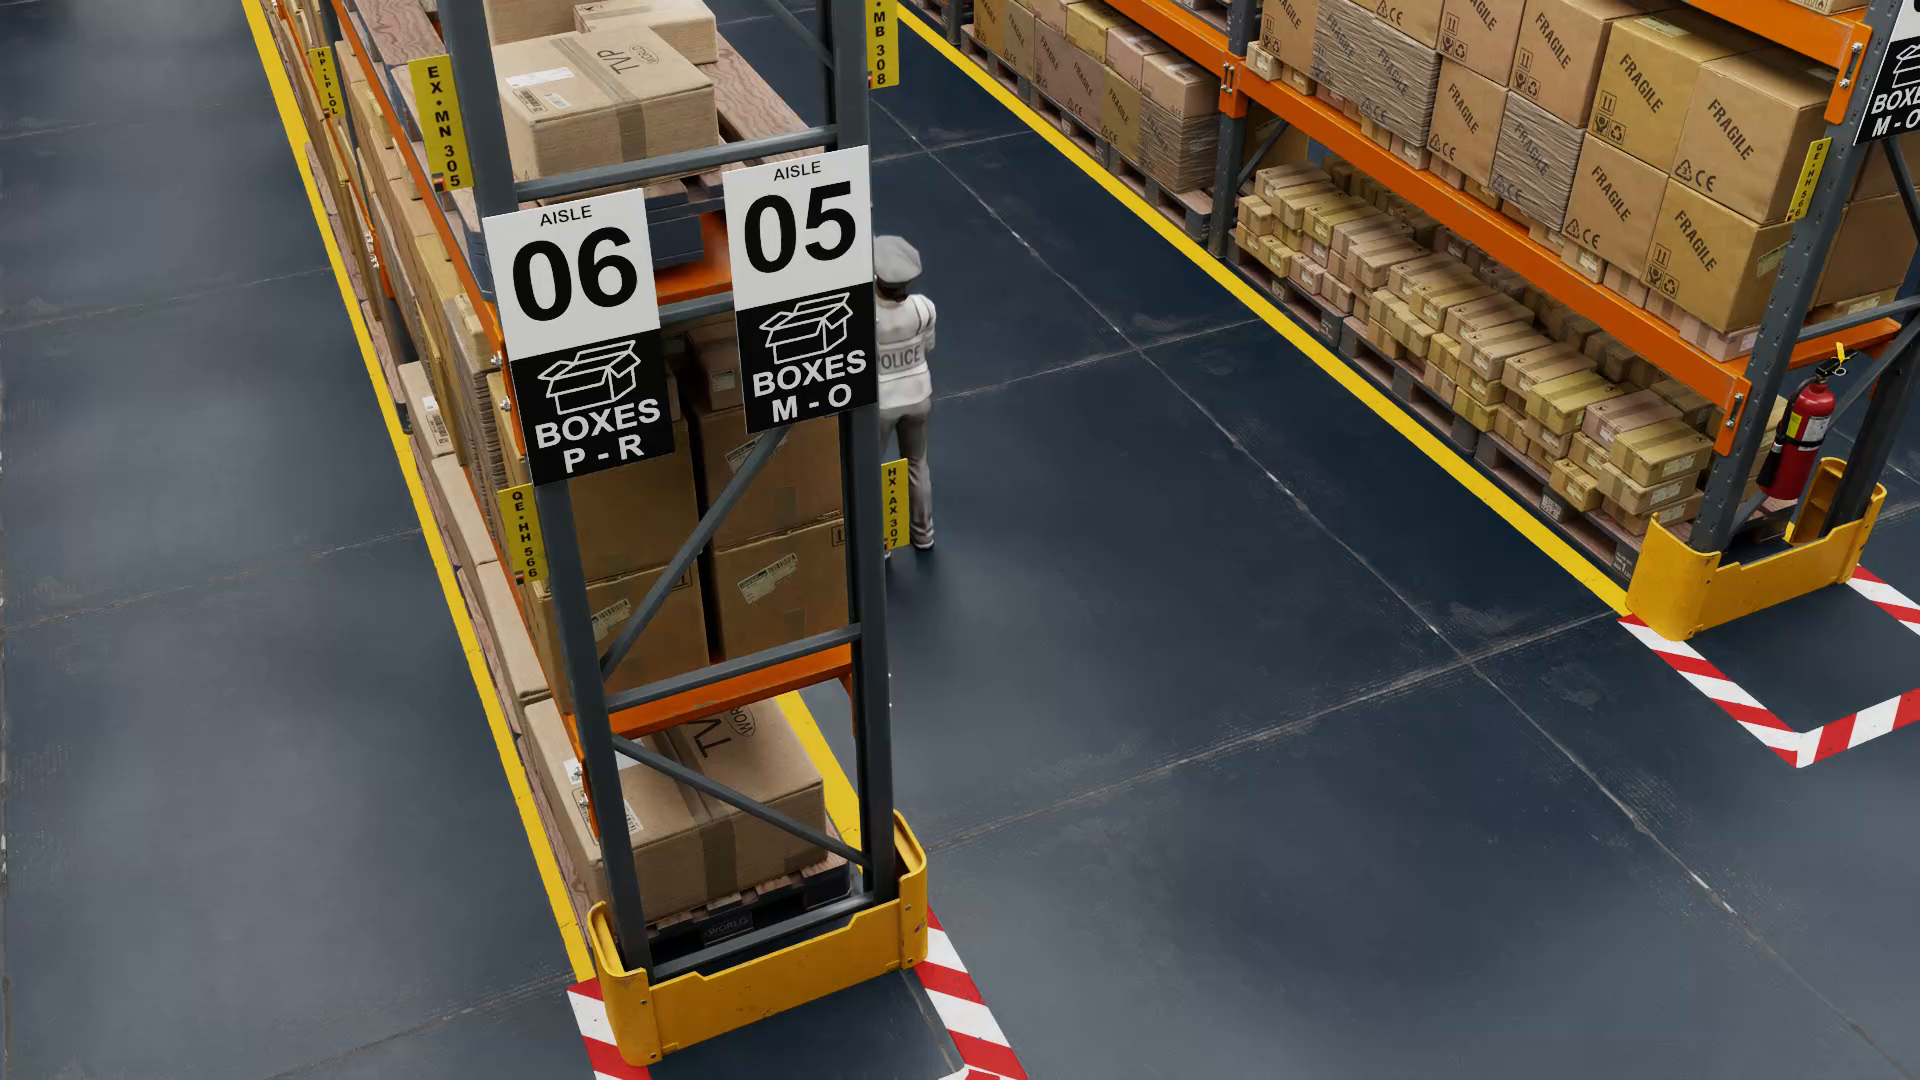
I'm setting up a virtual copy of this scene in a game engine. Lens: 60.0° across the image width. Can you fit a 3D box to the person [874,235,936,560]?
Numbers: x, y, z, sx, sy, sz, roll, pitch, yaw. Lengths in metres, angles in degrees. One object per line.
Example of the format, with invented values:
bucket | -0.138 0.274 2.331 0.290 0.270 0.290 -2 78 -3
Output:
person | -0.345 -0.686 7.735 0.459 1.681 0.543 -15 40 -19
